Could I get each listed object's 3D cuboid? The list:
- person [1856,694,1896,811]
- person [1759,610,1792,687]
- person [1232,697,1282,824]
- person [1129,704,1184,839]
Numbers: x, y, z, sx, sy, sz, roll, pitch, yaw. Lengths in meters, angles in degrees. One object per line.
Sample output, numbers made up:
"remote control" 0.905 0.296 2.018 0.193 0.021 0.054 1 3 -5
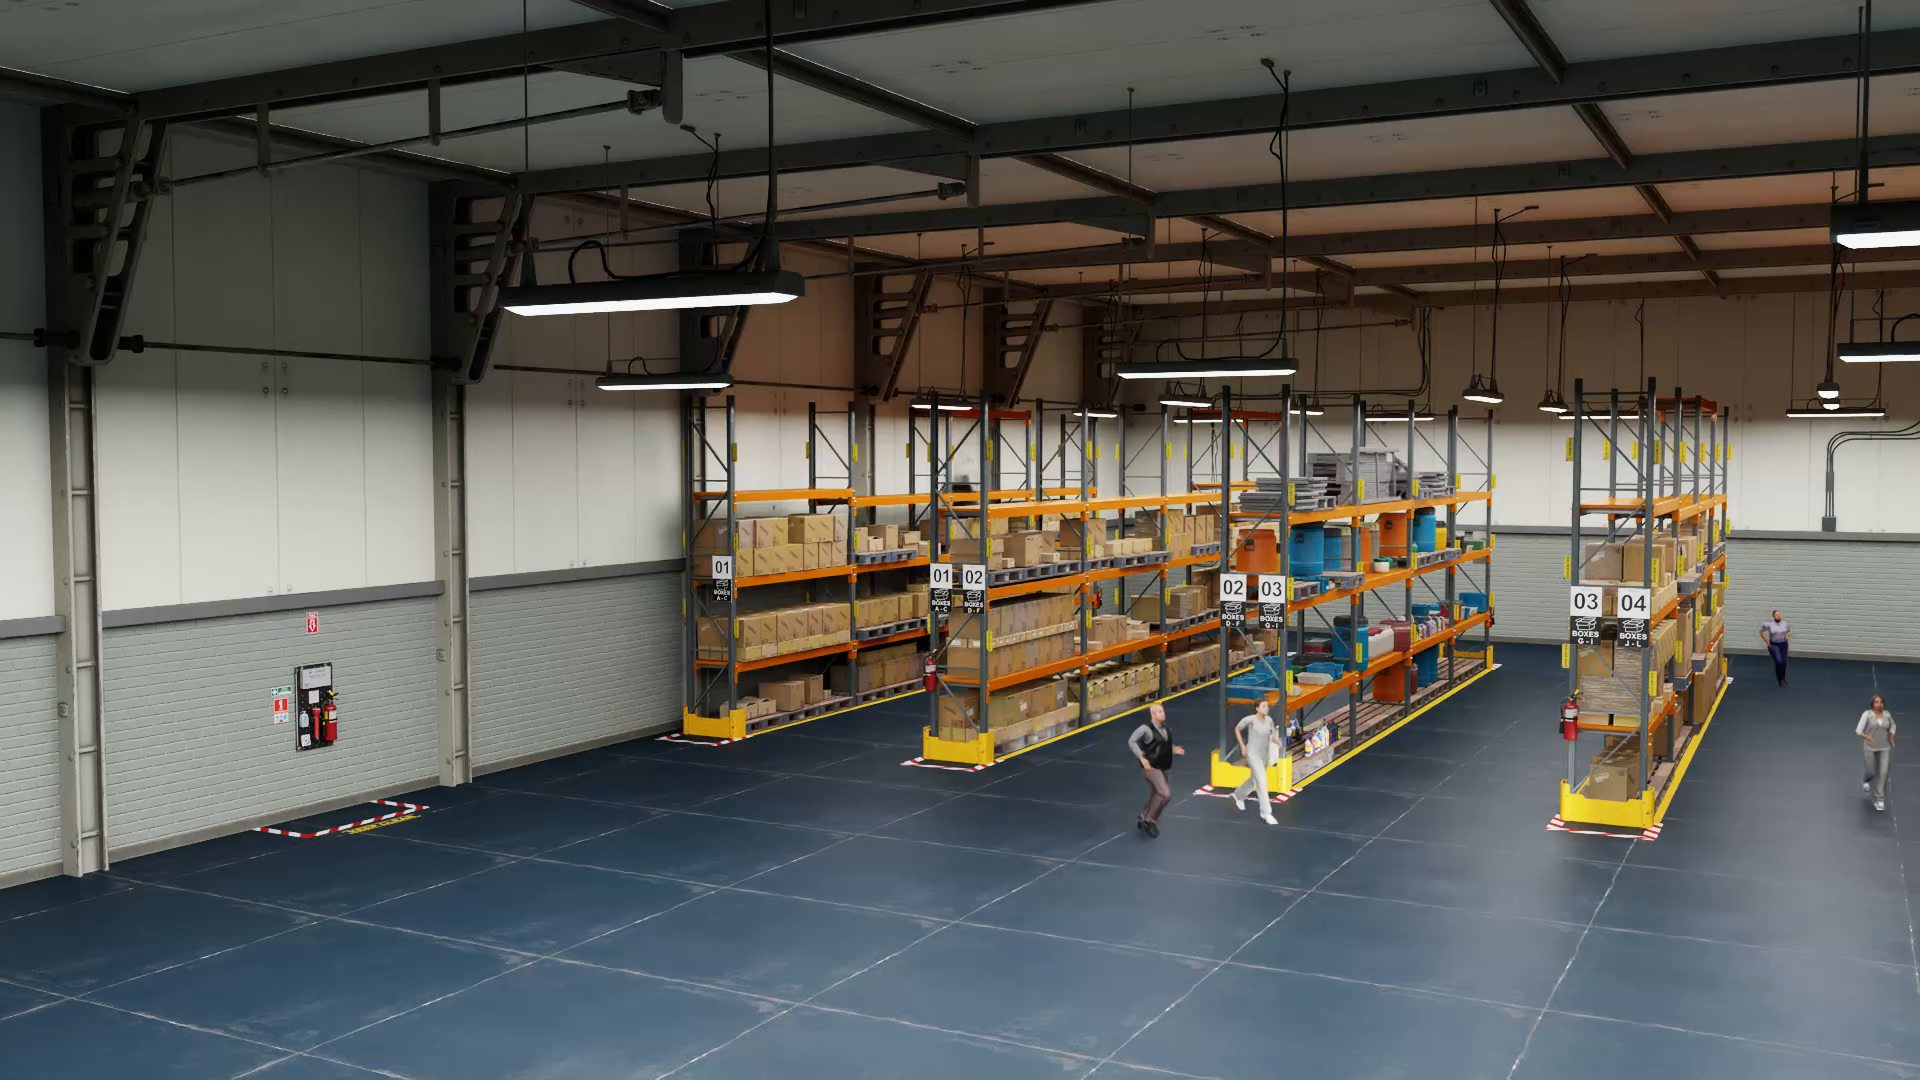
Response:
"person" 12.943 2.970 23.488 0.538 1.591 0.839 1 3 16
"person" 17.551 2.327 35.714 0.609 1.661 0.654 0 3 -1
"person" 4.041 2.968 22.751 0.521 1.675 0.972 -2 4 -32
"person" 2.580 3.010 21.688 0.722 1.733 0.633 3 4 45
